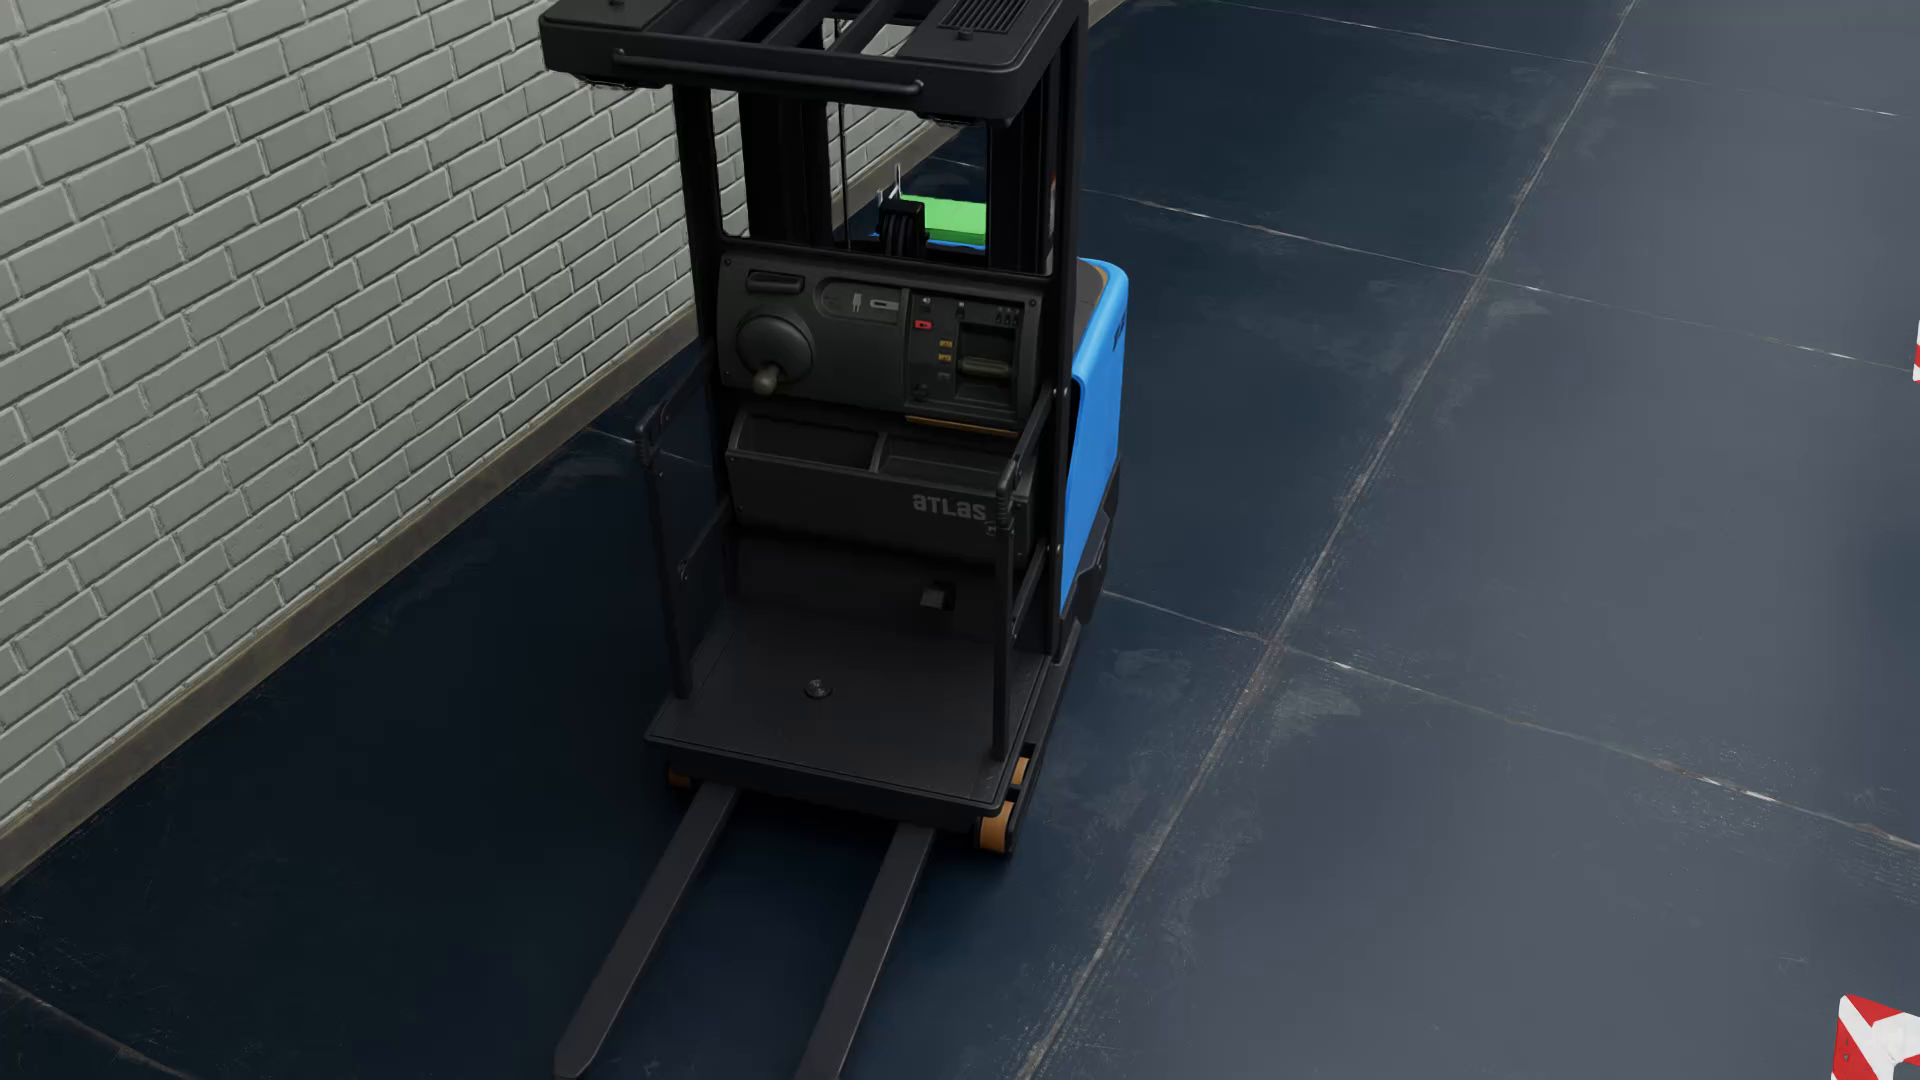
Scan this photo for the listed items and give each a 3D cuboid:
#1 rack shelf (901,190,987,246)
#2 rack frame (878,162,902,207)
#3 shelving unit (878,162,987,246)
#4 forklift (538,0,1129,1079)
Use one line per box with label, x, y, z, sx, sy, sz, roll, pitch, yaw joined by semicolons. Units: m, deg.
rack shelf;-0.018;-1.127;6.054;0.480;0.148;0.258;9;38;12
rack frame;-0.254;-0.833;6.356;0.015;1.200;0.240;9;38;12
shelving unit;-0.018;-0.795;6.305;0.503;1.200;0.258;9;38;12
forklift;-0.289;-0.490;4.471;1.130;2.935;3.031;9;38;12
